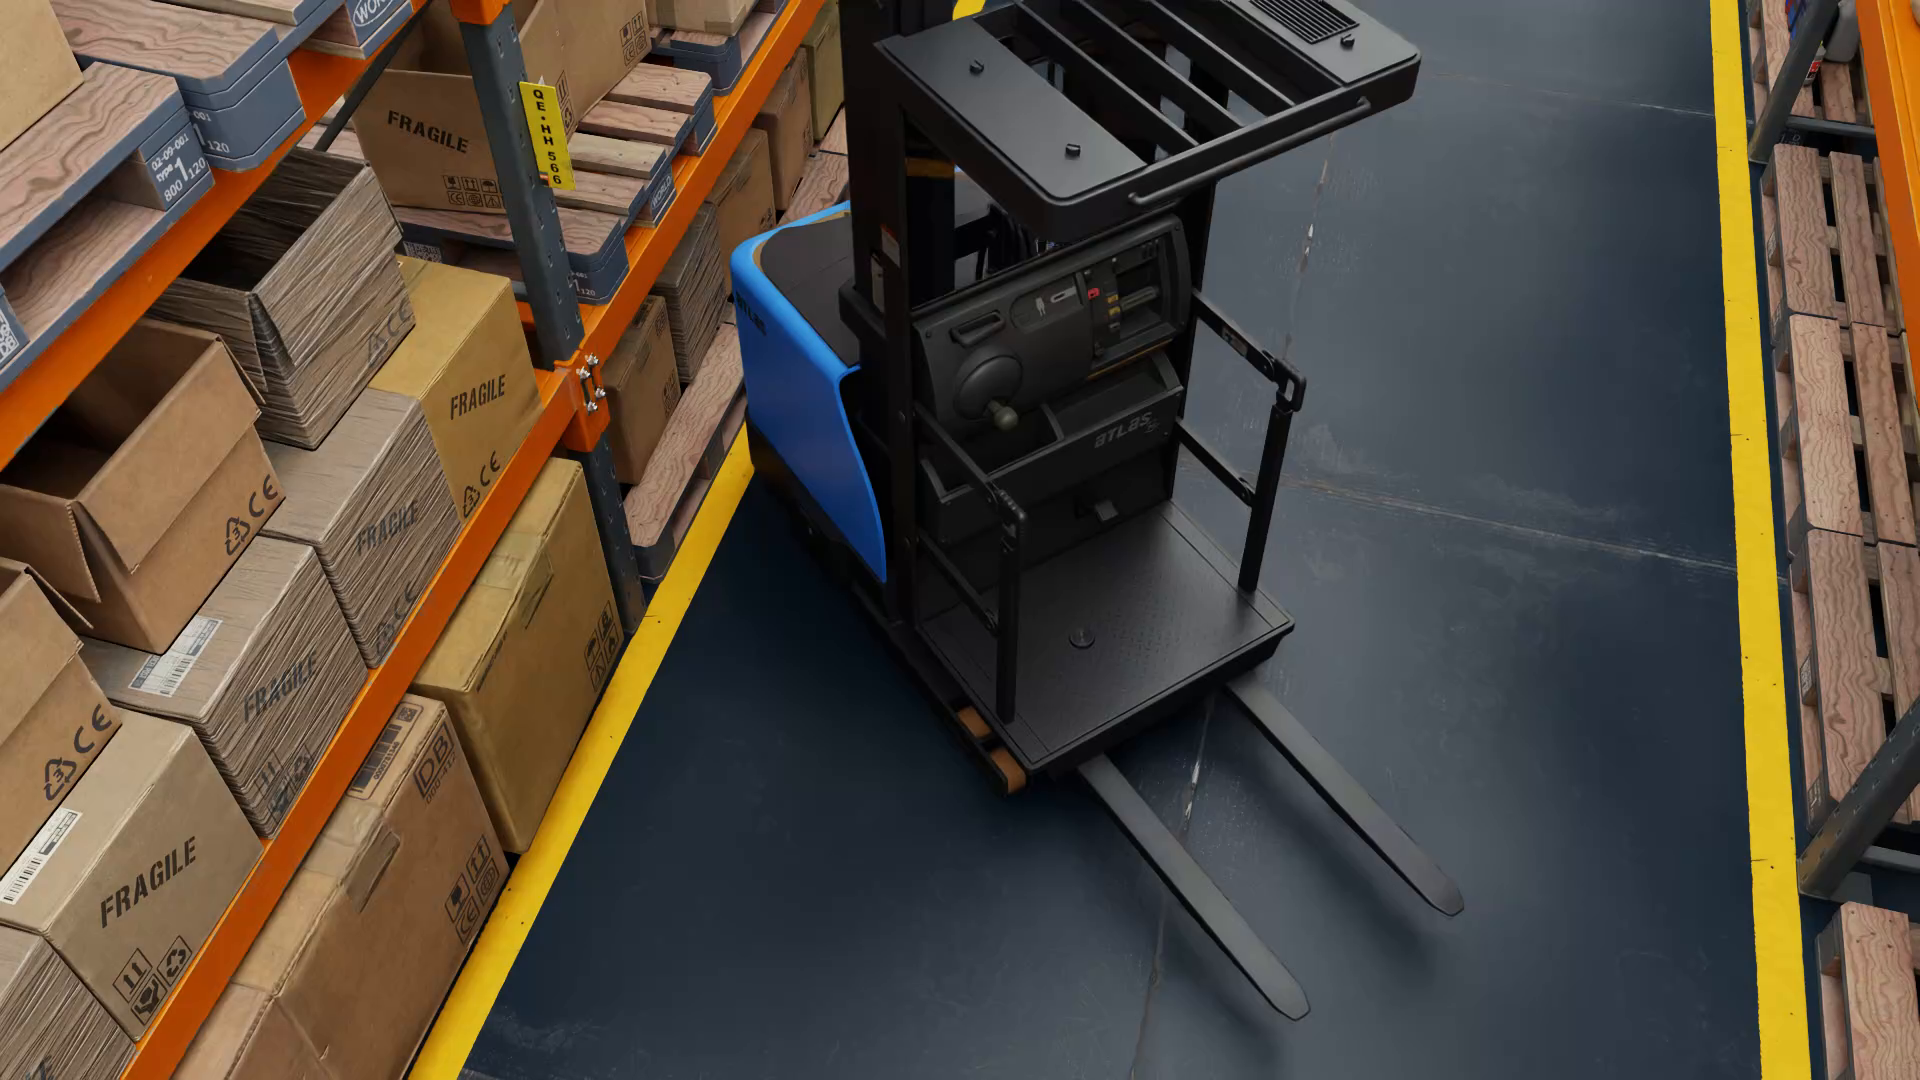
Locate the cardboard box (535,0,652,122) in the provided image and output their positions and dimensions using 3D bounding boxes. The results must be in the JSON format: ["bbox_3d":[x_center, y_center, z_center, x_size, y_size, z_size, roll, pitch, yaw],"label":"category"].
[{"bbox_3d":[-1.476,-1.787,5.480,0.700,0.500,0.500,18,51,16],"label":"cardboard box"}]

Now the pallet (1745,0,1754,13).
[{"bbox_3d":[4.737,-3.149,8.889,1.003,0.211,1.213,12,50,10],"label":"pallet"}]

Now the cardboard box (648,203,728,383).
[{"bbox_3d":[-1.340,-1.004,6.509,0.700,0.500,0.500,8,49,7],"label":"cardboard box"}]

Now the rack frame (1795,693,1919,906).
[{"bbox_3d":[3.148,0.184,4.087,1.000,3.000,0.127,12,50,10],"label":"rack frame"}]

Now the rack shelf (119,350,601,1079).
[{"bbox_3d":[-2.157,0.891,3.942,1.077,0.370,4.000,12,50,10],"label":"rack shelf"}]

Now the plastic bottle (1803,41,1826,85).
[{"bbox_3d":[3.996,-2.253,7.810,0.097,0.201,0.097,0,49,0],"label":"plastic bottle"}]

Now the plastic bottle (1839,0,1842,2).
[{"bbox_3d":[4.292,-2.604,8.071,0.152,0.276,0.135,12,50,10],"label":"plastic bottle"}]

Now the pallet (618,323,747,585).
[{"bbox_3d":[-1.423,-0.435,6.493,1.003,0.211,1.213,12,50,10],"label":"pallet"}]

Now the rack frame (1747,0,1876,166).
[{"bbox_3d":[4.201,-2.709,6.640,1.000,3.000,0.127,12,50,10],"label":"rack frame"}]

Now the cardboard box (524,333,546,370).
[{"bbox_3d":[-1.483,-0.850,5.873,0.500,0.250,0.500,13,50,12],"label":"cardboard box"}]

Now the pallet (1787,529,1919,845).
[{"bbox_3d":[3.389,0.554,5.620,1.003,0.211,1.213,12,50,10],"label":"pallet"}]

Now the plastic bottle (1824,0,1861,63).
[{"bbox_3d":[4.231,-2.472,7.905,0.144,0.351,0.185,12,50,10],"label":"plastic bottle"}]

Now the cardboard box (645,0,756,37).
[{"bbox_3d":[-0.967,-2.049,5.878,0.500,0.250,0.500,10,49,9],"label":"cardboard box"}]

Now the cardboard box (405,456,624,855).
[{"bbox_3d":[-1.832,0.266,5.152,1.225,0.875,0.875,9,49,8],"label":"cardboard box"}]

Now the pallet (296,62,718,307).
[{"bbox_3d":[-1.546,-1.266,5.495,1.213,0.211,1.003,12,50,10],"label":"pallet"}]

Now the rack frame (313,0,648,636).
[{"bbox_3d":[-1.630,-0.793,4.949,1.000,3.000,0.127,12,50,10],"label":"rack frame"}]

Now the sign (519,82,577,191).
[{"bbox_3d":[-1.094,-1.069,4.421,0.100,0.325,0.005,12,50,10],"label":"sign"}]

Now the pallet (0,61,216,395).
[{"bbox_3d":[-2.040,-0.438,2.761,1.003,0.211,1.213,14,50,12],"label":"pallet"}]

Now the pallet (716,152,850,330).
[{"bbox_3d":[-1.100,-1.315,7.270,1.003,0.211,1.213,12,50,10],"label":"pallet"}]

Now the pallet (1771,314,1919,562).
[{"bbox_3d":[3.712,-0.325,6.396,1.003,0.211,1.213,12,50,10],"label":"pallet"}]

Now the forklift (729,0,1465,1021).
[{"bbox_3d":[0.411,-0.538,4.770,1.130,2.935,3.031,-26,53,-21],"label":"forklift"}]

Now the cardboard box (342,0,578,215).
[{"bbox_3d":[-1.527,-1.364,5.106,0.500,0.500,0.500,6,49,5],"label":"cardboard box"}]

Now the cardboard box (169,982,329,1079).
[{"bbox_3d":[-2.300,1.551,4.018,1.225,0.875,0.875,10,49,9],"label":"cardboard box"}]

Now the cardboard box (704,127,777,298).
[{"bbox_3d":[-1.197,-1.415,6.872,0.700,0.500,0.500,15,50,13],"label":"cardboard box"}]

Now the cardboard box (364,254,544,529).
[{"bbox_3d":[-1.521,-0.420,4.554,0.500,0.500,0.500,13,50,11],"label":"cardboard box"}]

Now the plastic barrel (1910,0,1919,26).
[{"bbox_3d":[3.737,-2.105,6.017,0.433,0.535,0.433,0,49,0],"label":"plastic barrel"}]

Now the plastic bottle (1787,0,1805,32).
[{"bbox_3d":[4.143,-2.640,8.052,0.144,0.351,0.185,9,49,8],"label":"plastic bottle"}]

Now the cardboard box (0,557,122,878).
[{"bbox_3d":[-2.183,0.325,3.227,0.797,0.503,0.637,13,50,11],"label":"cardboard box"}]

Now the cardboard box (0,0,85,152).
[{"bbox_3d":[-1.864,-0.861,2.662,0.500,0.500,0.500,14,50,12],"label":"cardboard box"}]

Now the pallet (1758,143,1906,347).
[{"bbox_3d":[4.031,-1.211,7.178,1.003,0.211,1.213,12,50,10],"label":"pallet"}]

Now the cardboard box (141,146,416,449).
[{"bbox_3d":[-1.838,-0.633,4.072,0.797,0.503,0.637,13,50,11],"label":"cardboard box"}]

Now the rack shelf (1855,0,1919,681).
[{"bbox_3d":[3.674,-1.024,5.633,1.077,0.370,4.000,12,50,10],"label":"rack shelf"}]

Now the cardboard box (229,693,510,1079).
[{"bbox_3d":[-2.074,0.909,4.584,1.225,0.875,0.875,12,50,10],"label":"cardboard box"}]

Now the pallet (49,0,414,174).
[{"bbox_3d":[-1.749,-1.247,3.475,1.213,0.211,1.003,14,50,12],"label":"pallet"}]

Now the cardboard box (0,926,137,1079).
[{"bbox_3d":[-2.057,1.058,3.249,0.500,0.500,0.500,11,49,9],"label":"cardboard box"}]

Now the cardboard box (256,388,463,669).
[{"bbox_3d":[-1.658,-0.061,4.236,0.500,0.500,0.500,11,50,10],"label":"cardboard box"}]

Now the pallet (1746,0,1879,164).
[{"bbox_3d":[4.418,-2.264,8.107,1.003,0.211,1.213,12,50,10],"label":"pallet"}]

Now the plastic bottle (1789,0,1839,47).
[{"bbox_3d":[4.092,-2.501,7.930,0.144,0.351,0.185,10,49,9],"label":"plastic bottle"}]

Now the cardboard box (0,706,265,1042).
[{"bbox_3d":[-1.926,0.683,3.580,0.500,0.500,0.500,12,50,11],"label":"cardboard box"}]

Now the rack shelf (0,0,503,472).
[{"bbox_3d":[-2.157,-0.101,2.818,1.077,0.370,4.000,12,50,10],"label":"rack shelf"}]

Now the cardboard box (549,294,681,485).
[{"bbox_3d":[-1.473,-0.600,6.153,0.700,0.500,0.500,9,49,8],"label":"cardboard box"}]

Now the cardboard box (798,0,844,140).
[{"bbox_3d":[-0.904,-2.224,7.586,0.700,0.500,0.500,11,50,10],"label":"cardboard box"}]

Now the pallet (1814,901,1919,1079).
[{"bbox_3d":[2.981,1.685,4.622,1.003,0.211,1.213,12,50,10],"label":"pallet"}]

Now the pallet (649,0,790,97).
[{"bbox_3d":[-1.149,-2.170,6.292,1.003,0.211,1.213,12,50,10],"label":"pallet"}]

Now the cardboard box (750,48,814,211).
[{"bbox_3d":[-1.051,-1.819,7.229,0.700,0.500,0.500,8,49,7],"label":"cardboard box"}]

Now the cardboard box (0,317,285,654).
[{"bbox_3d":[-2.013,-0.162,3.656,0.797,0.503,0.637,13,50,11],"label":"cardboard box"}]

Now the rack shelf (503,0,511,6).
[{"bbox_3d":[-1.104,-2.994,5.371,1.077,0.370,4.000,12,50,10],"label":"rack shelf"}]

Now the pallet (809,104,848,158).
[{"bbox_3d":[-0.781,-2.200,8.051,1.003,0.211,1.213,12,50,10],"label":"pallet"}]

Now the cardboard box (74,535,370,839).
[{"bbox_3d":[-1.792,0.315,3.904,0.500,0.500,0.500,10,49,9],"label":"cardboard box"}]

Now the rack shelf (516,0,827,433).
[{"bbox_3d":[-1.104,-2.002,6.496,1.077,0.370,4.000,12,50,10],"label":"rack shelf"}]

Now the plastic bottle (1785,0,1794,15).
[{"bbox_3d":[4.145,-2.743,8.189,0.061,0.283,0.133,15,50,13],"label":"plastic bottle"}]
